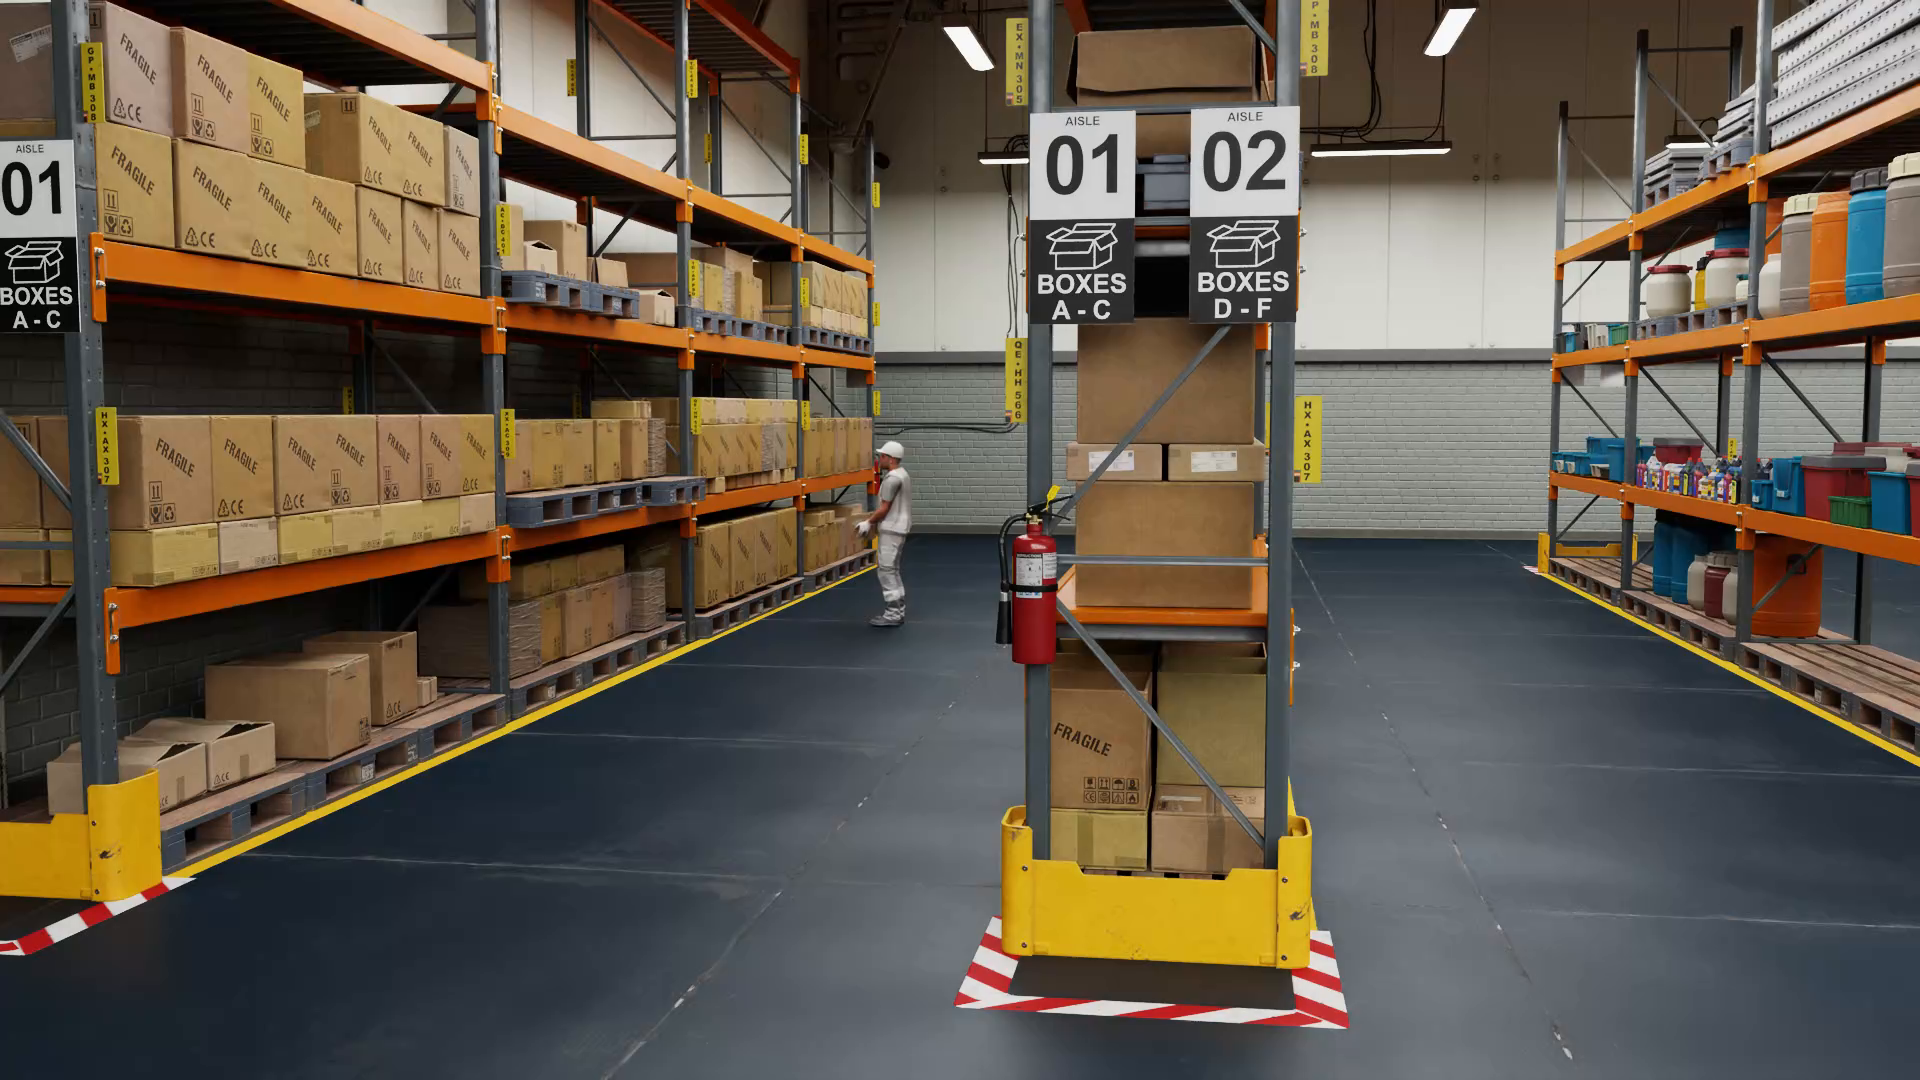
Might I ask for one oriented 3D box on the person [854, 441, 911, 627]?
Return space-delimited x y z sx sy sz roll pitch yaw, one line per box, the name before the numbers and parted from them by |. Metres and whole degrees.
person | -0.745 -0.063 16.208 0.519 1.794 0.526 1 4 8
